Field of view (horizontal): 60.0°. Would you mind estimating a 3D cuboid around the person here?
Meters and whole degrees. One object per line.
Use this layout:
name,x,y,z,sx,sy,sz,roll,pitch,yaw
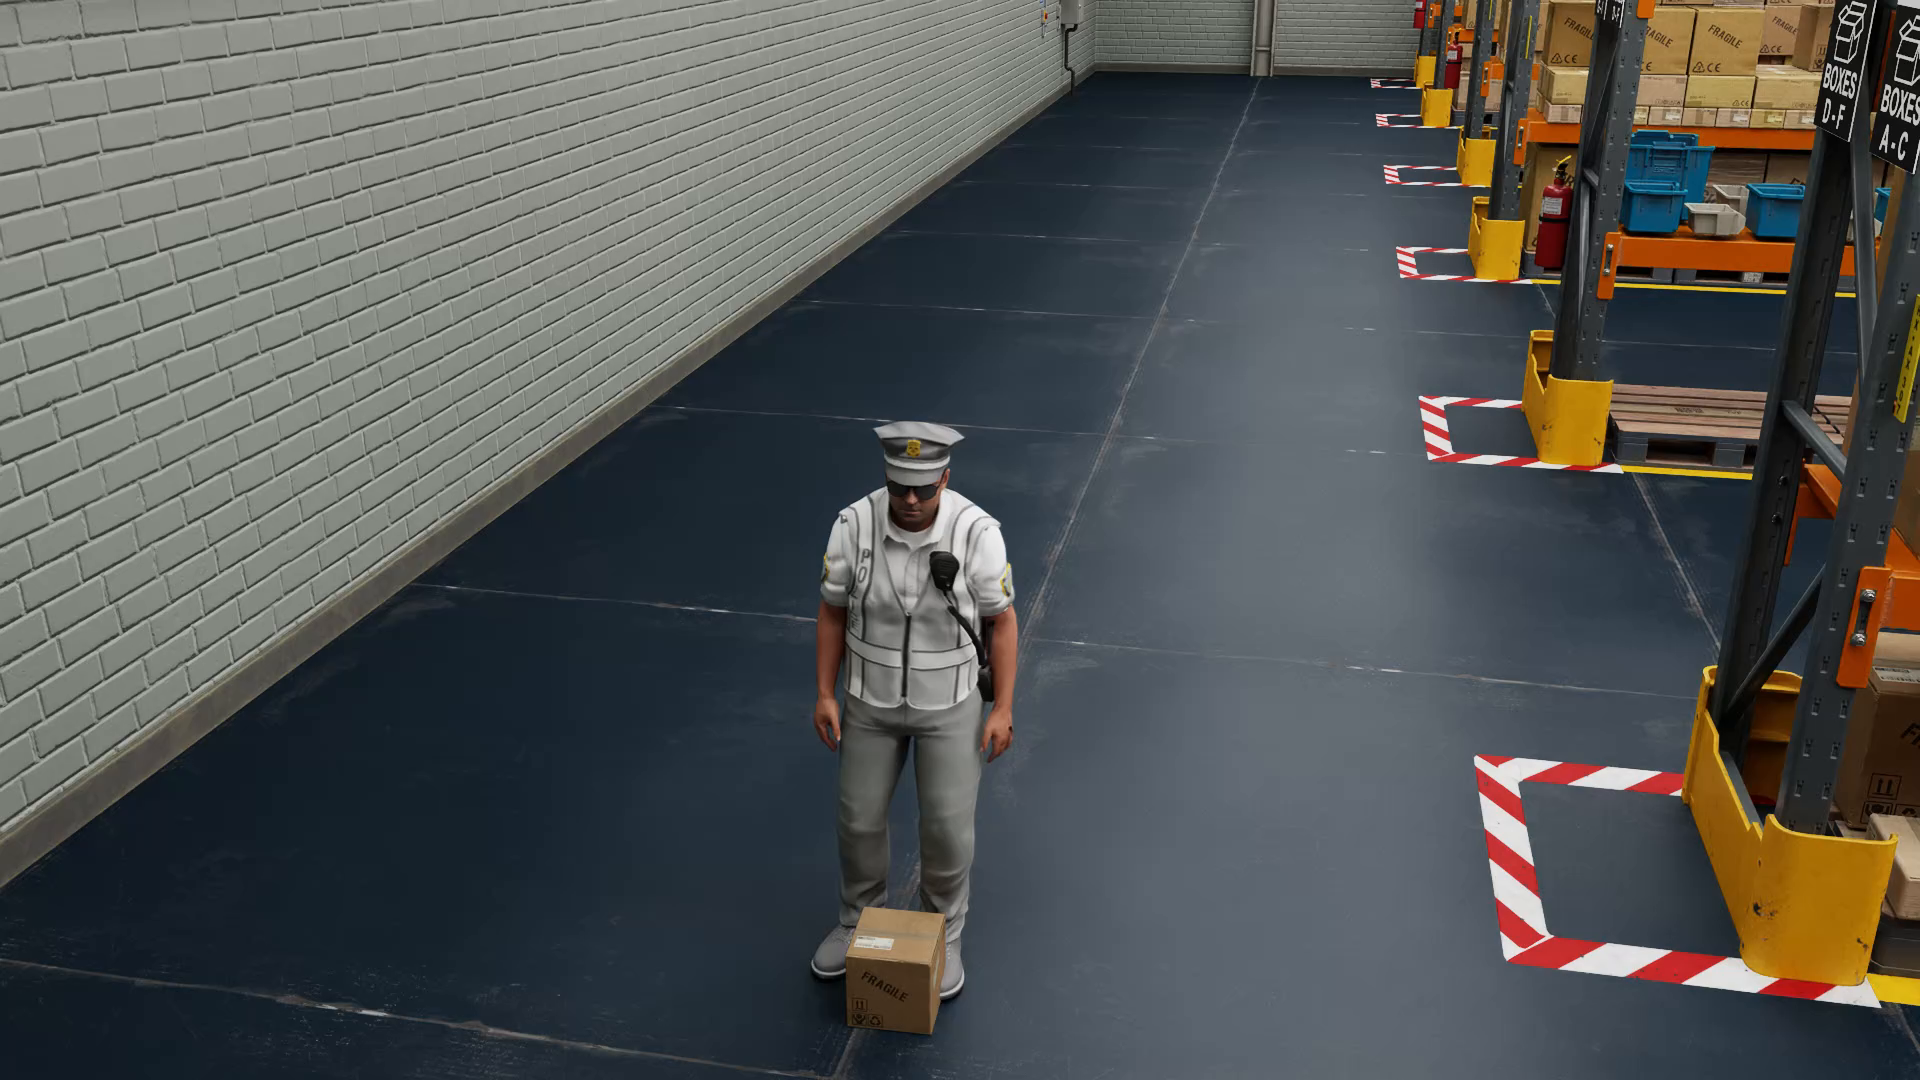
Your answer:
person,-0.140,0.476,4.861,0.606,1.748,0.478,3,22,8
